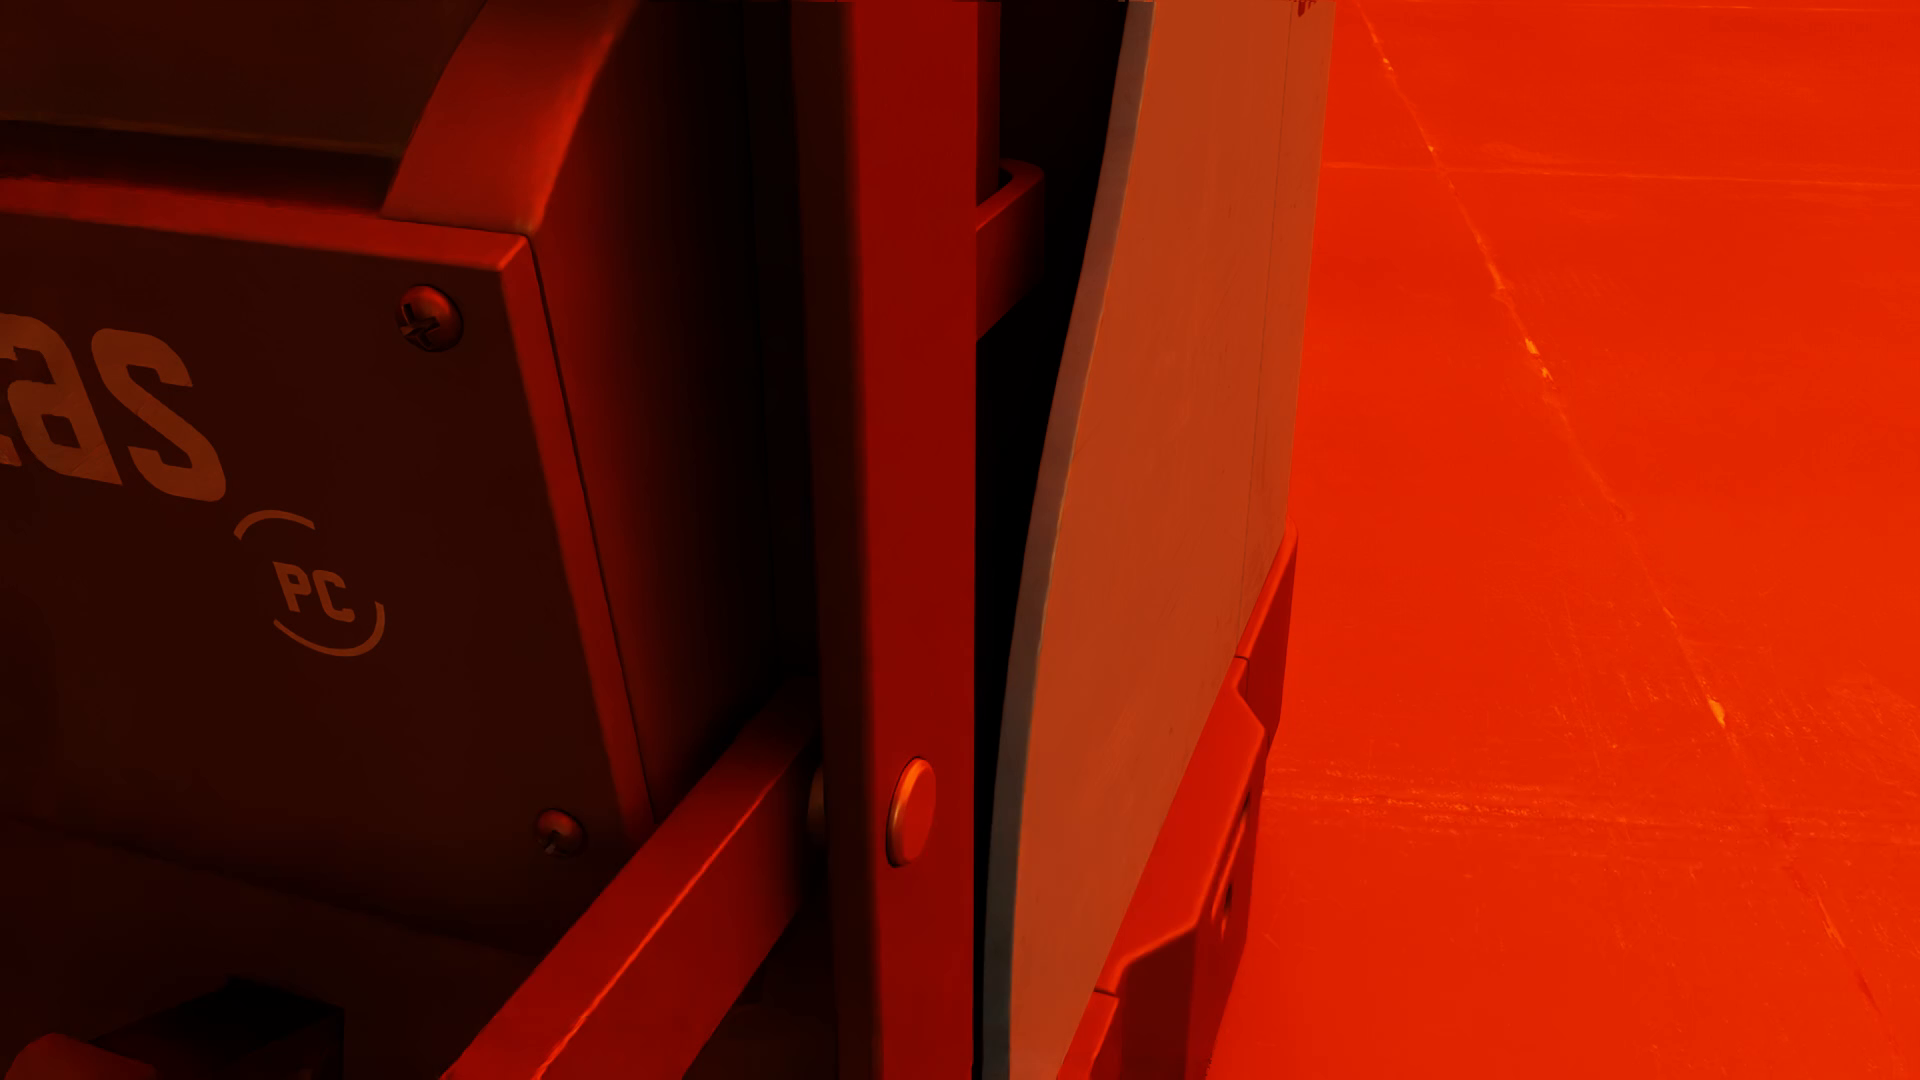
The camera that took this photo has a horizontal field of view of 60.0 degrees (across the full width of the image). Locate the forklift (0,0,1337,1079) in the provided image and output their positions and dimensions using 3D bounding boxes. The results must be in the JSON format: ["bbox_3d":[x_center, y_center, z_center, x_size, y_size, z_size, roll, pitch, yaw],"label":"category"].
[{"bbox_3d":[-0.607,-0.523,0.265,1.130,2.935,3.031,9,28,18],"label":"forklift"}]
